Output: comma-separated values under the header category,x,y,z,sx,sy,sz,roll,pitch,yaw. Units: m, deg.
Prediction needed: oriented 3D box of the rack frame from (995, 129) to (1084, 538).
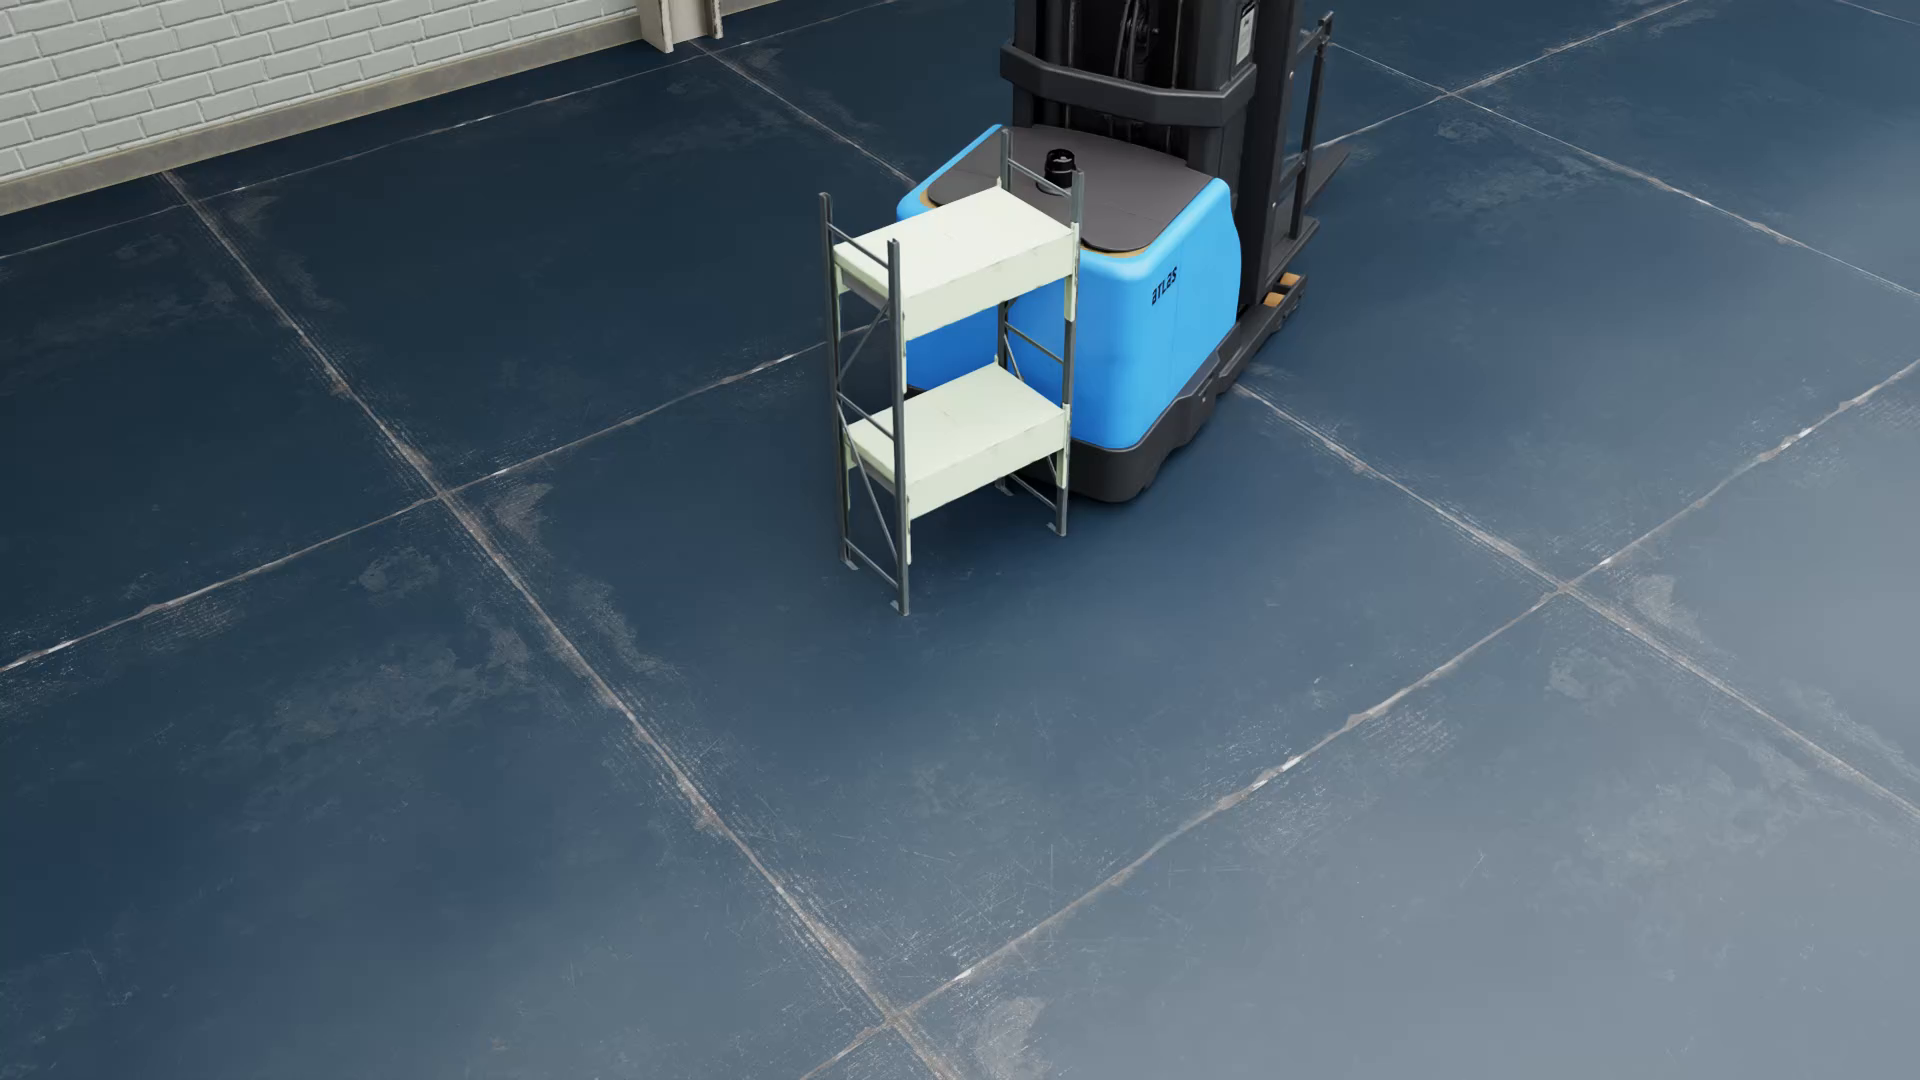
category,x,y,z,sx,sy,sz,roll,pitch,yaw
rack frame,0.267,-0.692,5.911,0.023,1.500,0.400,-26,46,-28

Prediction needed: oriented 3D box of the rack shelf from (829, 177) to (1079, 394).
category,x,y,z,sx,sy,sz,roll,pitch,yaw
rack shelf,-0.022,-0.852,5.490,0.720,0.370,0.431,-26,46,-28

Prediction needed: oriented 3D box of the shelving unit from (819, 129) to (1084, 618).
category,x,y,z,sx,sy,sz,roll,pitch,yaw
shelving unit,-0.022,-0.550,5.738,0.755,1.500,0.431,-26,46,-28

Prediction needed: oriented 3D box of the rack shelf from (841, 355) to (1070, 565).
category,x,y,z,sx,sy,sz,roll,pitch,yaw
rack shelf,-0.022,-0.298,5.945,0.720,0.370,0.431,-26,46,-28

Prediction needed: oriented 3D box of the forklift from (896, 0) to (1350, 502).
category,x,y,z,sx,sy,sz,roll,pitch,yaw
forklift,0.912,-2.195,6.614,1.130,2.935,3.031,20,43,22

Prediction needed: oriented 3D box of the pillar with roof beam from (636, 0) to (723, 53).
category,x,y,z,sx,sy,sz,roll,pitch,yaw
pillar with roof beam,0.966,-4.313,4.412,0.400,9.000,9.100,-26,46,-28

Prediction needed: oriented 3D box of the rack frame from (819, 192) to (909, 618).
category,x,y,z,sx,sy,sz,roll,pitch,yaw
rack frame,-0.312,-0.408,5.565,0.023,1.500,0.400,-26,46,-28
